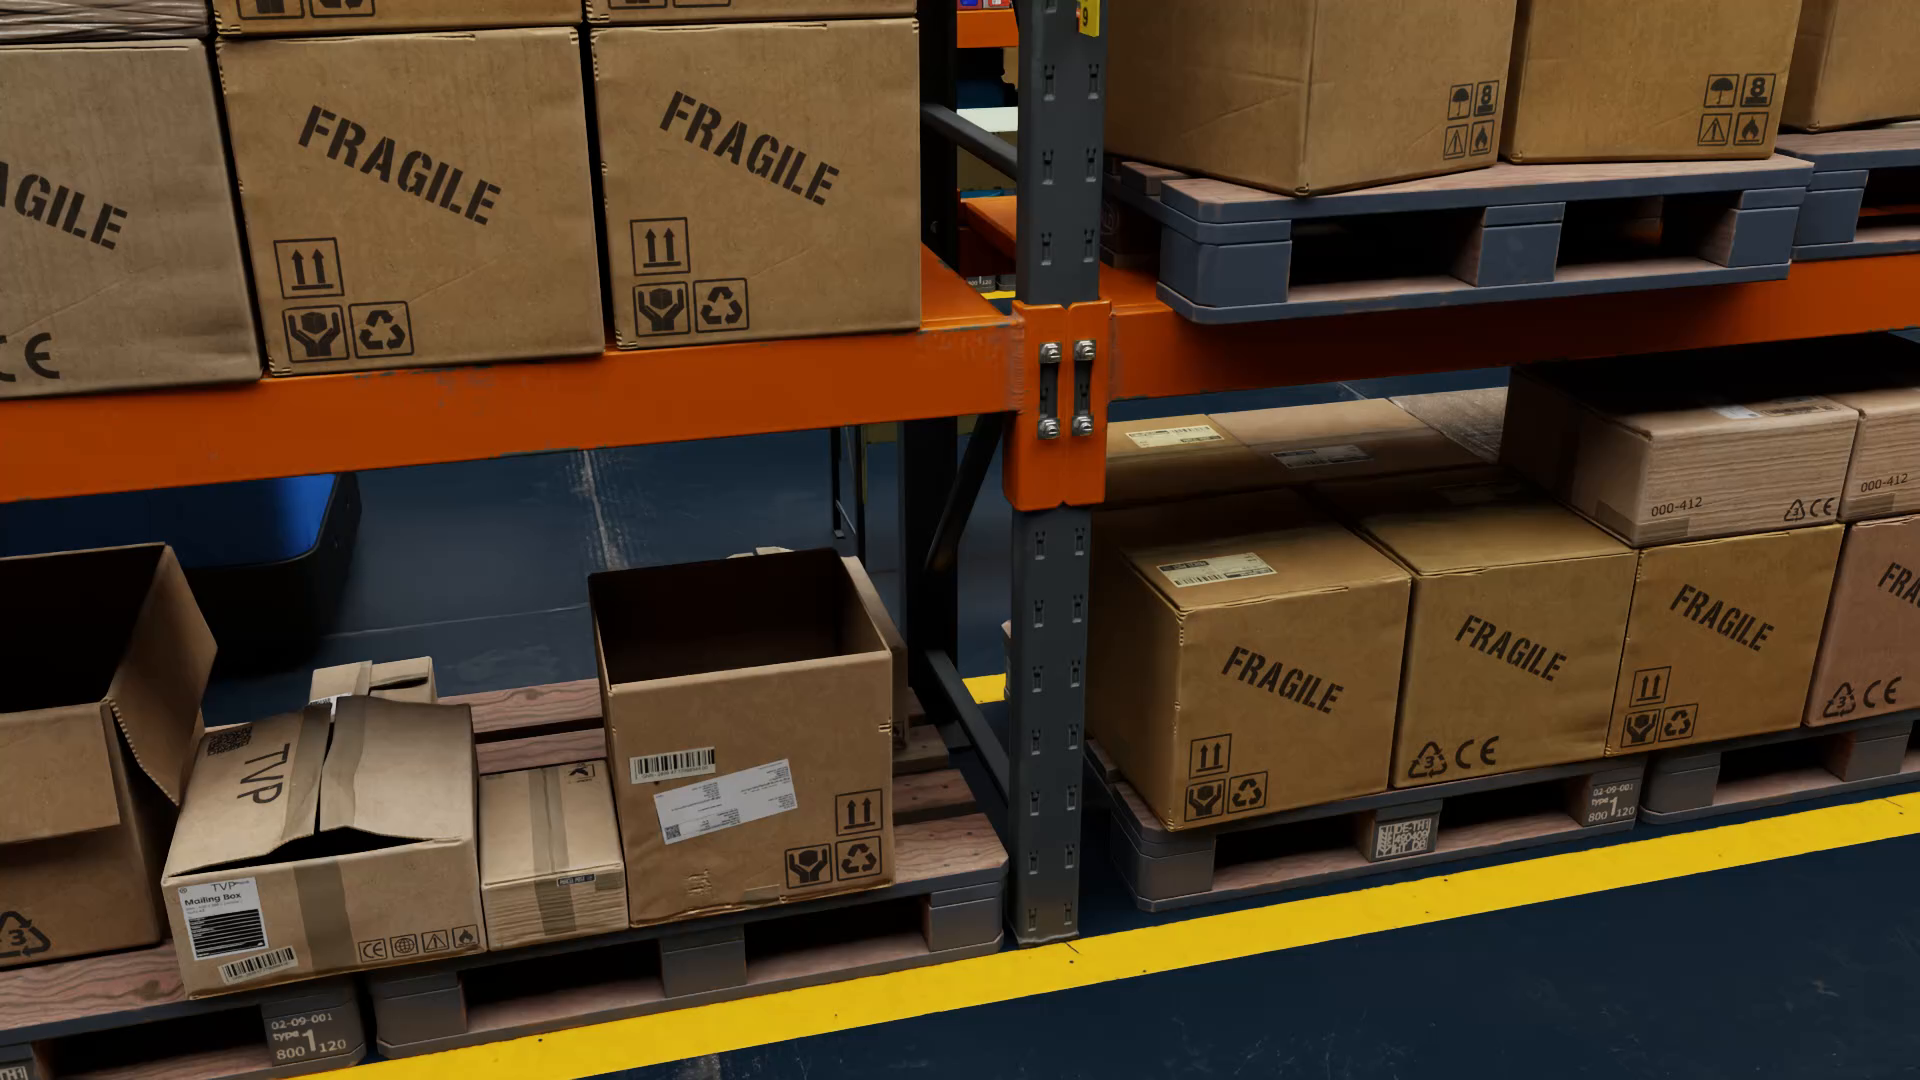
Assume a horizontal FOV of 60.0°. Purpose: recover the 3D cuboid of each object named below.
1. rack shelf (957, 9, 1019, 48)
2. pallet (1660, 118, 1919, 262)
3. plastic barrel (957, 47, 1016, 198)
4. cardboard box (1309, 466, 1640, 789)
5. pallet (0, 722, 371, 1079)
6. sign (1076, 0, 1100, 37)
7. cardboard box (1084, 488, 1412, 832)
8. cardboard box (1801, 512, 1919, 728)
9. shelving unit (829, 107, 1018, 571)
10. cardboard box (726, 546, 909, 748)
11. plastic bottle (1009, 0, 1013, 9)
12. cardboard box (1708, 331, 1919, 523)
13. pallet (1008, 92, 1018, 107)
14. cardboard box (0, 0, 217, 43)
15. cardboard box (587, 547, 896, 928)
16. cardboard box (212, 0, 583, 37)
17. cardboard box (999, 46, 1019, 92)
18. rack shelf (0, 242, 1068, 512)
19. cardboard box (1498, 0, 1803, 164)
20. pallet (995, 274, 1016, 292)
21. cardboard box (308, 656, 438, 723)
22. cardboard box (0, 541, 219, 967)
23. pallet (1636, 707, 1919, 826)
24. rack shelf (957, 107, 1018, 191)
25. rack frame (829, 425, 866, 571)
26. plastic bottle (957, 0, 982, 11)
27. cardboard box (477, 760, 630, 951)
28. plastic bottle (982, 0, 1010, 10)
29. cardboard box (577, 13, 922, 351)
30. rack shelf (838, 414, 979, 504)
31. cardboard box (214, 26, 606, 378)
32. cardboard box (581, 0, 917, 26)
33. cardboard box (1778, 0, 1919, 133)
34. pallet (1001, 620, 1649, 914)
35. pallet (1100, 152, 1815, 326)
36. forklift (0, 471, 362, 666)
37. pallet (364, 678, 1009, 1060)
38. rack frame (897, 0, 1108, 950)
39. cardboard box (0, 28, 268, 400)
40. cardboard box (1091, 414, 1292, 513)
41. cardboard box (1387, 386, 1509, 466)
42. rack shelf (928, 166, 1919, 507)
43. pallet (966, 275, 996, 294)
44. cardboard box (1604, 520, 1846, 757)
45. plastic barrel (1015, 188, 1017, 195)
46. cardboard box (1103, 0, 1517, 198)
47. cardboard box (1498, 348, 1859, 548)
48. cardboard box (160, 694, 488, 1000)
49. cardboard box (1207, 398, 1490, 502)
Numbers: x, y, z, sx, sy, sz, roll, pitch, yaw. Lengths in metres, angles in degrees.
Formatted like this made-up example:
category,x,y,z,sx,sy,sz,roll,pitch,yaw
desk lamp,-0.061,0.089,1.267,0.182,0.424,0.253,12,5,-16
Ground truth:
category,x,y,z,sx,sy,sz,roll,pitch,yaw
rack shelf,0.636,-2.516,8.223,4.000,0.370,1.077,-6,24,-14
pallet,2.025,-0.882,3.745,1.213,0.211,1.003,-6,24,-14
plastic barrel,-0.079,-1.990,8.211,0.708,0.901,0.600,-6,24,-14
cardboard box,1.087,0.173,3.654,0.500,0.500,0.500,-6,24,-14
pallet,-1.793,0.733,3.275,1.213,0.211,1.003,-6,24,-14
sign,0.199,-0.946,2.552,0.005,0.325,0.100,-6,24,-14
cardboard box,0.576,0.234,3.512,0.500,0.500,0.500,-7,24,-17
cardboard box,2.057,0.069,3.896,0.500,0.500,0.500,-7,24,-16
shelving unit,0.006,-0.690,4.956,0.755,1.500,0.431,-6,24,-14
cardboard box,-0.418,0.243,3.732,0.500,0.311,0.500,-6,24,-14
plastic bottle,0.270,-2.548,7.636,0.097,0.201,0.097,0,23,0
cardboard box,2.022,-0.270,3.737,0.500,0.250,0.500,-7,24,-15
pallet,0.444,-3.604,13.381,1.213,0.211,1.003,-6,24,-14
cardboard box,-1.350,-0.997,2.375,0.500,0.500,0.500,-6,24,-14
cardboard box,-0.427,0.362,3.215,0.500,0.500,0.500,-6,24,-14
cardboard box,-0.865,-1.051,2.500,0.500,0.500,0.500,-7,24,-15
cardboard box,0.554,-4.091,13.143,0.875,0.875,1.225,-7,24,-17
rack shelf,-1.881,-0.209,2.846,4.000,0.370,1.077,-6,24,-14
cardboard box,1.206,-1.055,3.245,0.500,0.500,0.700,-3,23,-6
pallet,0.641,-1.550,8.595,1.213,0.211,1.003,-6,24,-14
cardboard box,-1.248,0.405,3.537,0.250,0.166,0.380,-6,24,-14
cardboard box,-1.763,0.394,3.136,0.637,0.503,0.797,-6,24,-14
pallet,1.995,0.296,4.292,1.213,0.211,1.003,-6,24,-14
rack shelf,0.006,-1.049,4.802,0.720,0.370,0.431,-6,24,-14
rack frame,-0.346,-0.651,4.865,0.023,1.500,0.400,-6,24,-14
plastic bottle,0.034,-2.552,7.542,0.133,0.283,0.061,-6,24,-14
cardboard box,-0.772,0.586,3.138,0.250,0.149,0.380,-6,24,-14
plastic bottle,0.151,-2.580,7.617,0.135,0.276,0.152,-6,24,-14
cardboard box,-0.367,-0.648,2.830,0.500,0.500,0.500,-6,24,-13
rack shelf,0.006,-0.390,5.084,0.720,0.370,0.431,-6,24,-14
cardboard box,-0.863,-0.593,2.701,0.500,0.500,0.500,-6,24,-13
cardboard box,-0.372,-1.106,2.629,0.500,0.500,0.500,-6,24,-14
cardboard box,1.729,-1.204,3.592,0.500,0.500,0.700,-13,26,-28
pallet,0.818,0.427,3.986,1.213,0.211,1.003,-6,24,-14
pallet,0.844,-0.708,3.341,1.213,0.211,1.003,-6,24,-14
forklift,-3.278,-1.074,4.036,3.031,2.935,1.130,-5,24,-12
pallet,-0.617,0.601,3.581,1.213,0.211,1.003,-6,24,-14
rack frame,0.045,-0.753,3.201,0.127,3.000,1.000,-6,24,-14
cardboard box,-1.357,-0.537,2.571,0.500,0.500,0.500,-6,24,-13
cardboard box,0.443,0.032,3.983,0.500,0.500,0.500,-6,24,-15
cardboard box,1.404,-0.071,4.223,0.500,0.500,0.500,-6,24,-14
rack shelf,1.971,-0.635,3.839,4.000,0.370,1.077,-6,24,-14
pallet,-0.535,-1.419,8.289,1.213,0.211,1.003,-6,24,-14
cardboard box,1.570,0.123,3.771,0.500,0.500,0.500,-6,24,-14
plastic barrel,0.488,-1.837,8.349,0.421,0.512,0.421,0,23,0
cardboard box,0.561,-0.958,3.018,0.500,0.500,0.700,-16,28,-32
cardboard box,1.539,-0.217,3.612,0.500,0.250,0.500,-6,24,-14
cardboard box,-1.149,0.529,3.066,0.500,0.311,0.500,-6,24,-14
cardboard box,0.921,-0.017,4.098,0.500,0.500,0.500,-6,24,-14
